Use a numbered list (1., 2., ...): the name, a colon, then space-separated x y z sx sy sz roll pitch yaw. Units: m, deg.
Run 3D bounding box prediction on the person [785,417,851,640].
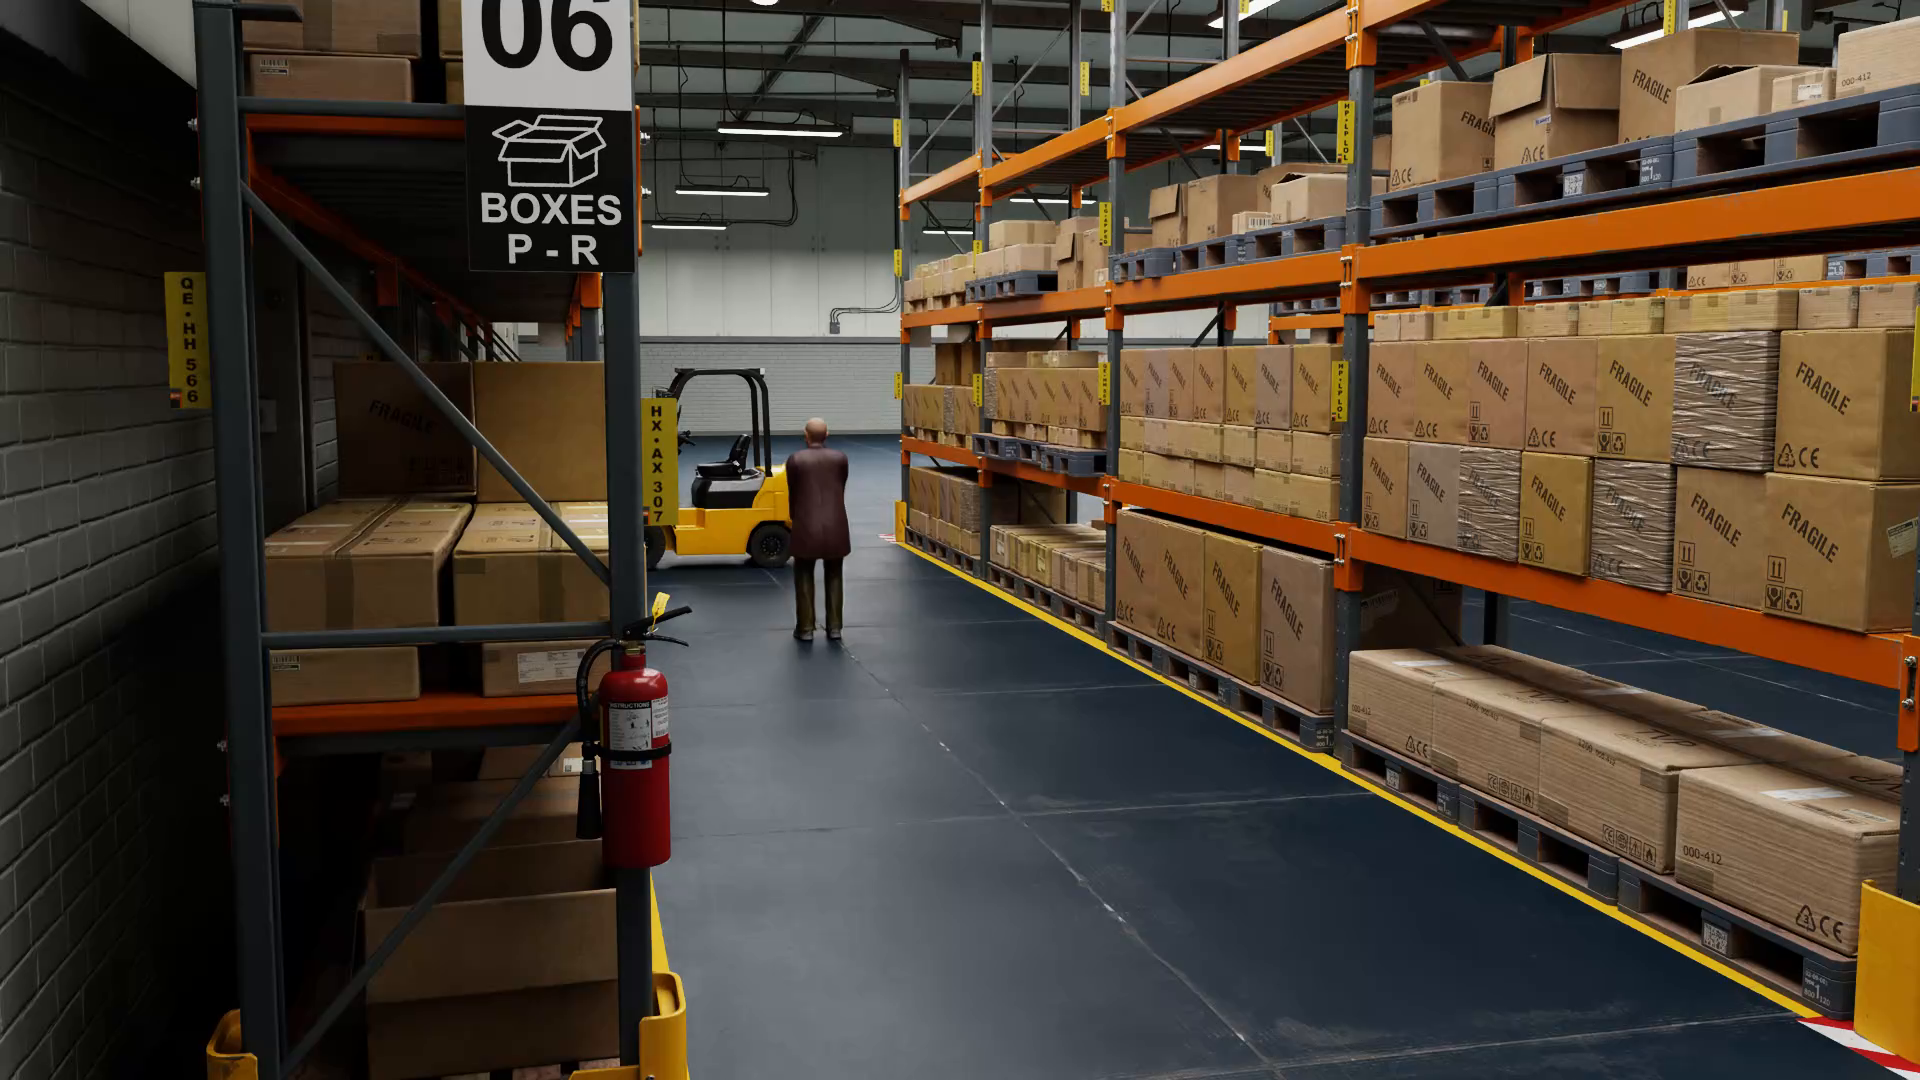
1. person: -1.150 -0.099 13.354 0.525 1.779 0.558 -2 6 -15
